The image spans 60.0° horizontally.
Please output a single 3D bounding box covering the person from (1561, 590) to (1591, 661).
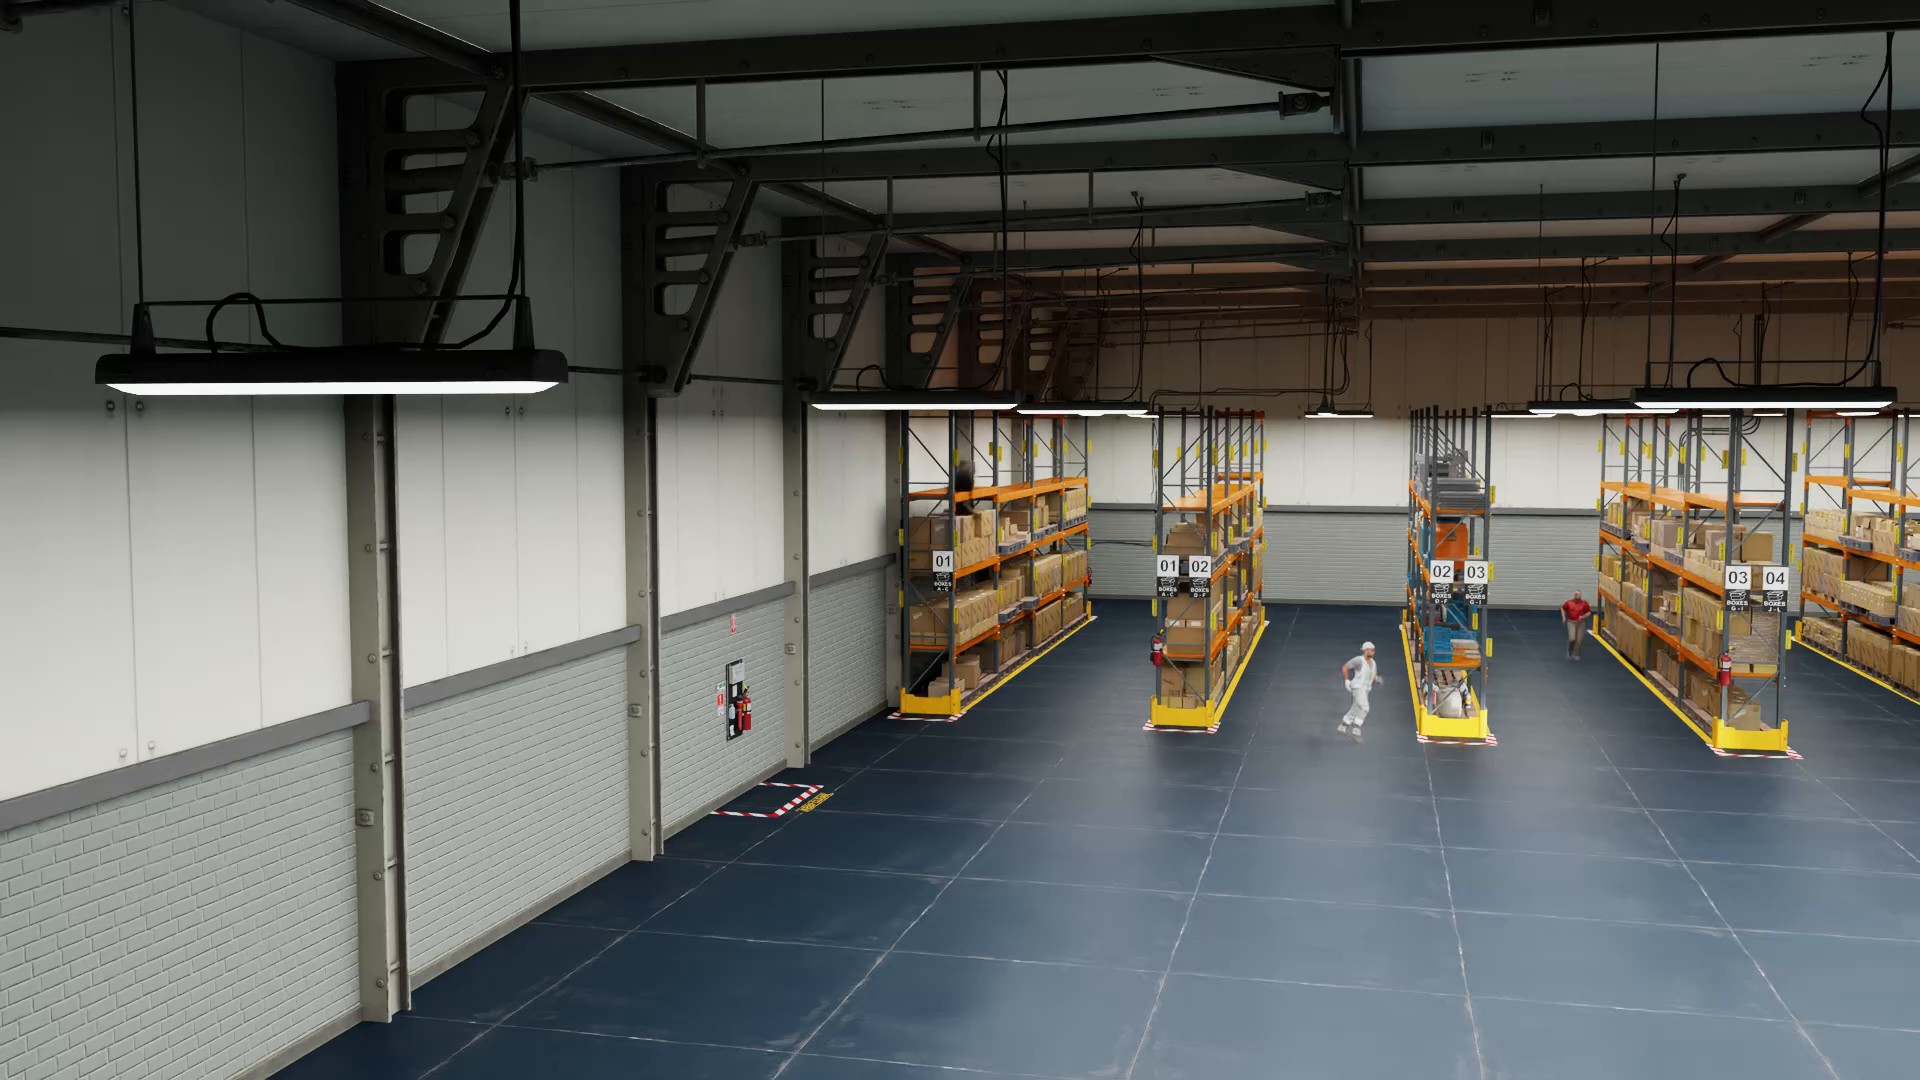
[{"bbox_3d":[14.644,2.035,39.500,0.638,1.699,0.656,1,4,12],"label":"person"}]

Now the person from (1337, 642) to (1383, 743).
[{"bbox_3d":[7.154,2.697,29.731,0.770,1.750,0.804,-4,5,-41],"label":"person"}]
